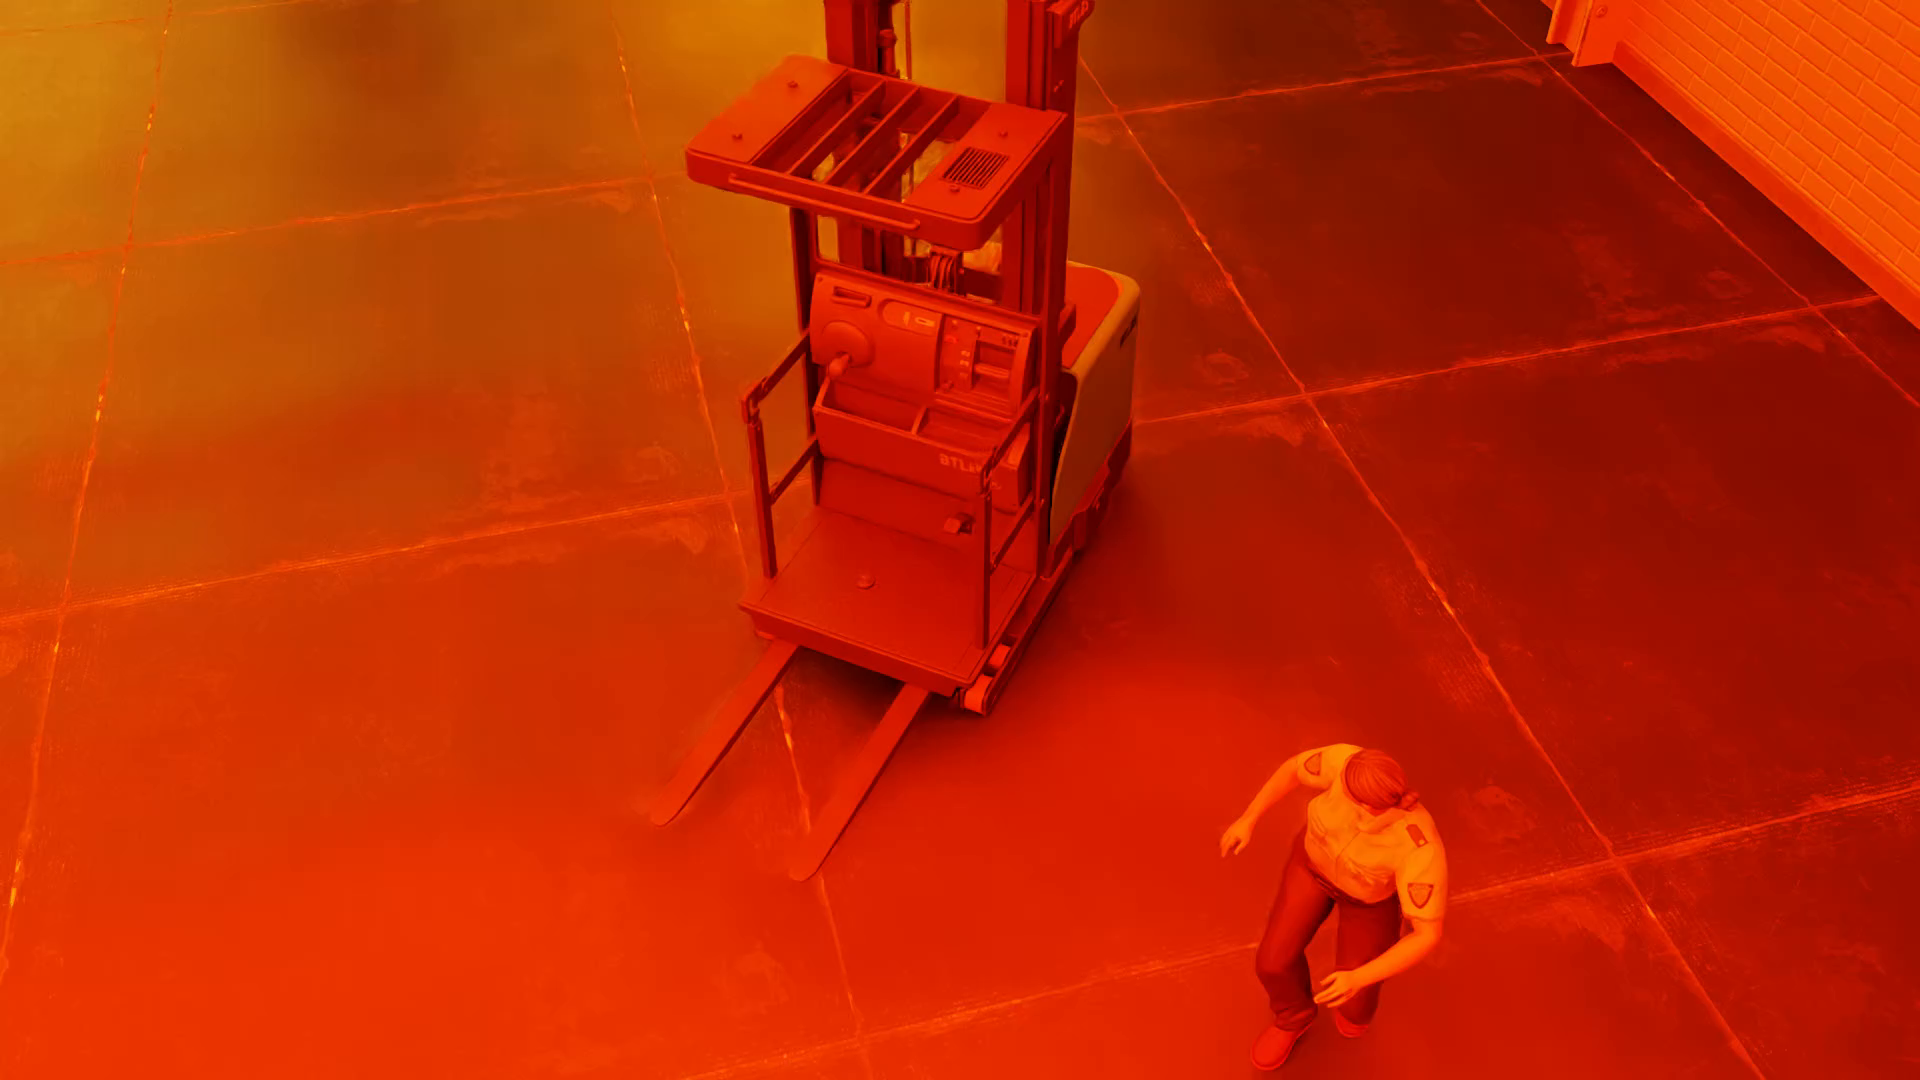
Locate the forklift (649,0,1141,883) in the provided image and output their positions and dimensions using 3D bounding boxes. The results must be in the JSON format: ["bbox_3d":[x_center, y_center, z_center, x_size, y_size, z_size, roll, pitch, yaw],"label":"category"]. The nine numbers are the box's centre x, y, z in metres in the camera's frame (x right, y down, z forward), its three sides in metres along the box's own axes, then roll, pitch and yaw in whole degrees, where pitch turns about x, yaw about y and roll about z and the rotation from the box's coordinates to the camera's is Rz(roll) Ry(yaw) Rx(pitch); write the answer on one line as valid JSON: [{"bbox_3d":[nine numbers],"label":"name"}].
[{"bbox_3d":[-0.249,-0.681,6.366,1.130,2.935,3.031,18,46,18],"label":"forklift"}]

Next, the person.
[{"bbox_3d":[1.179,1.198,5.397,0.779,1.532,0.741,32,52,29],"label":"person"}]
